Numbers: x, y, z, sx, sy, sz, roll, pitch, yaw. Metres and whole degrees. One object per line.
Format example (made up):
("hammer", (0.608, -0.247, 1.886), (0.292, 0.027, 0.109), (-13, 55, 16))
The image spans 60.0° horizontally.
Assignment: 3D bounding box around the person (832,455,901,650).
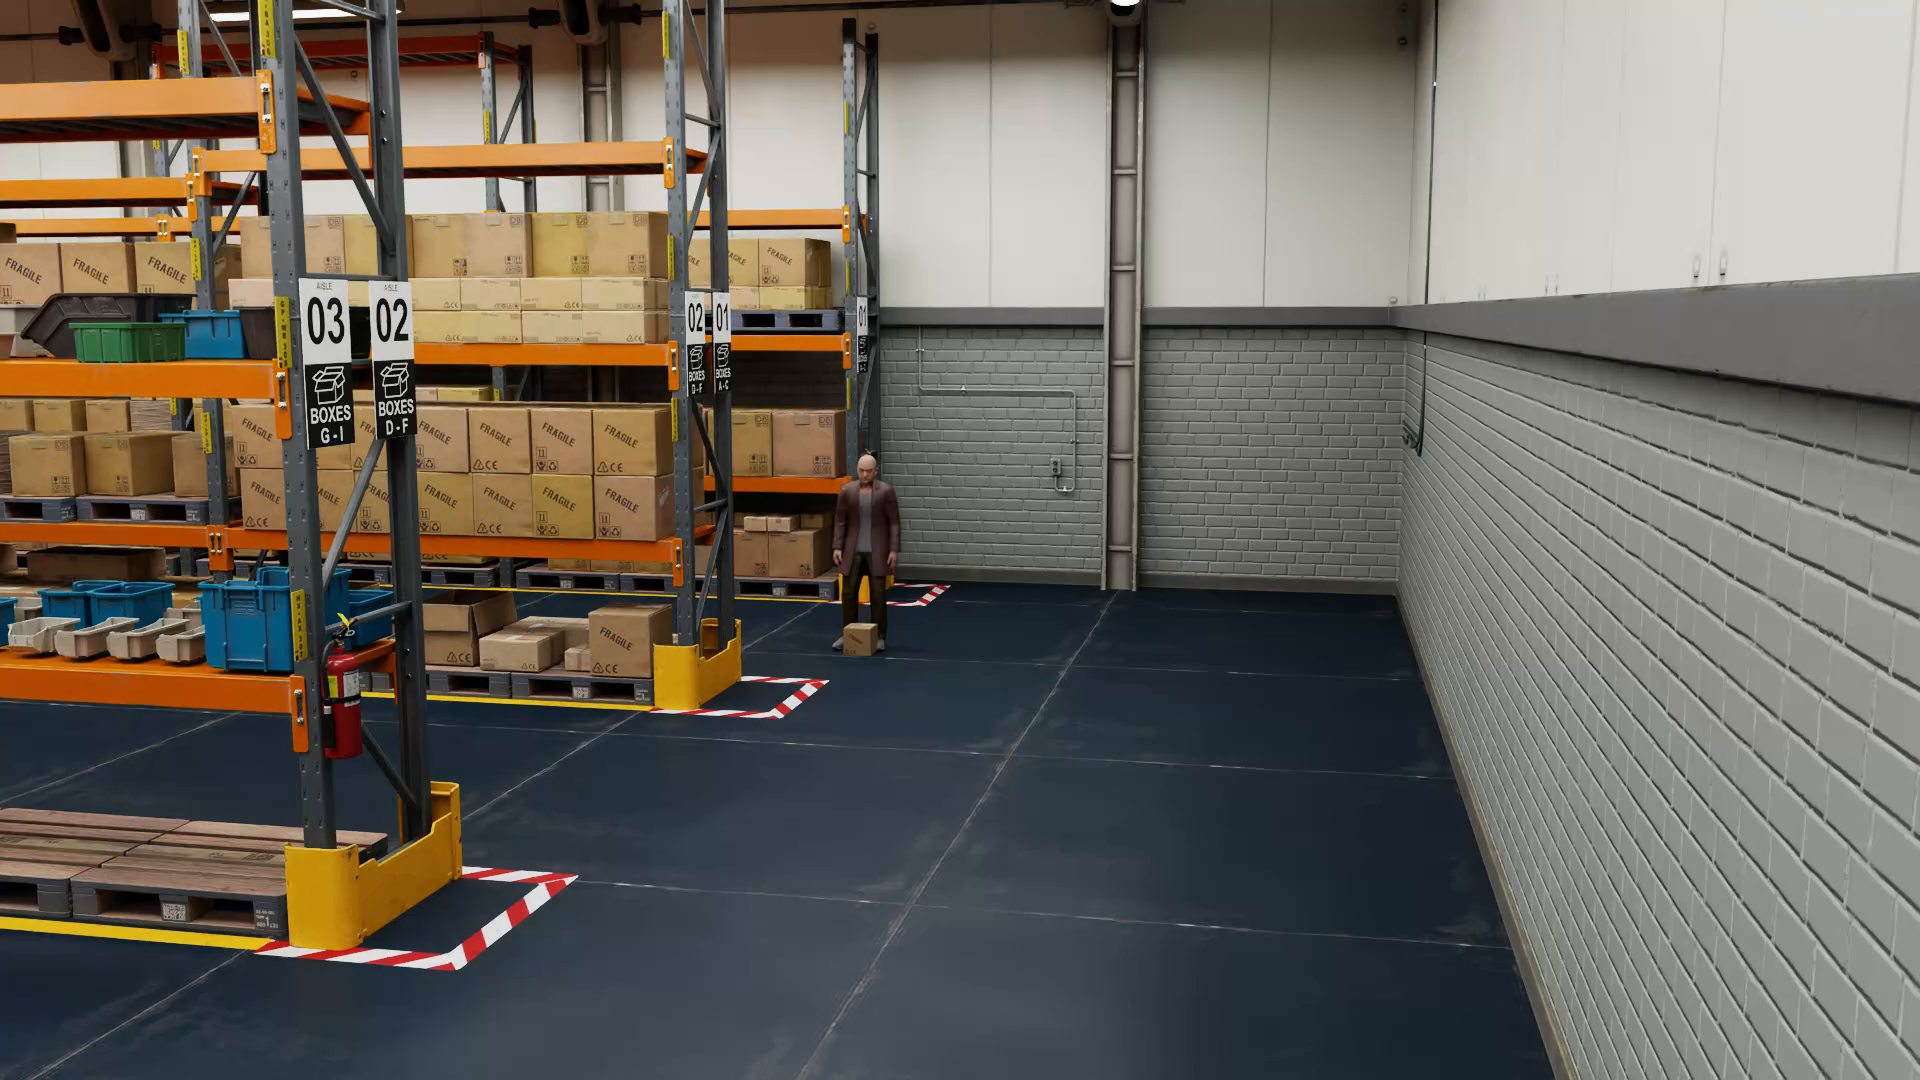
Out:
("person", (-0.850, 0.107, 15.087), (0.642, 1.772, 0.428), (1, 8, 9))
